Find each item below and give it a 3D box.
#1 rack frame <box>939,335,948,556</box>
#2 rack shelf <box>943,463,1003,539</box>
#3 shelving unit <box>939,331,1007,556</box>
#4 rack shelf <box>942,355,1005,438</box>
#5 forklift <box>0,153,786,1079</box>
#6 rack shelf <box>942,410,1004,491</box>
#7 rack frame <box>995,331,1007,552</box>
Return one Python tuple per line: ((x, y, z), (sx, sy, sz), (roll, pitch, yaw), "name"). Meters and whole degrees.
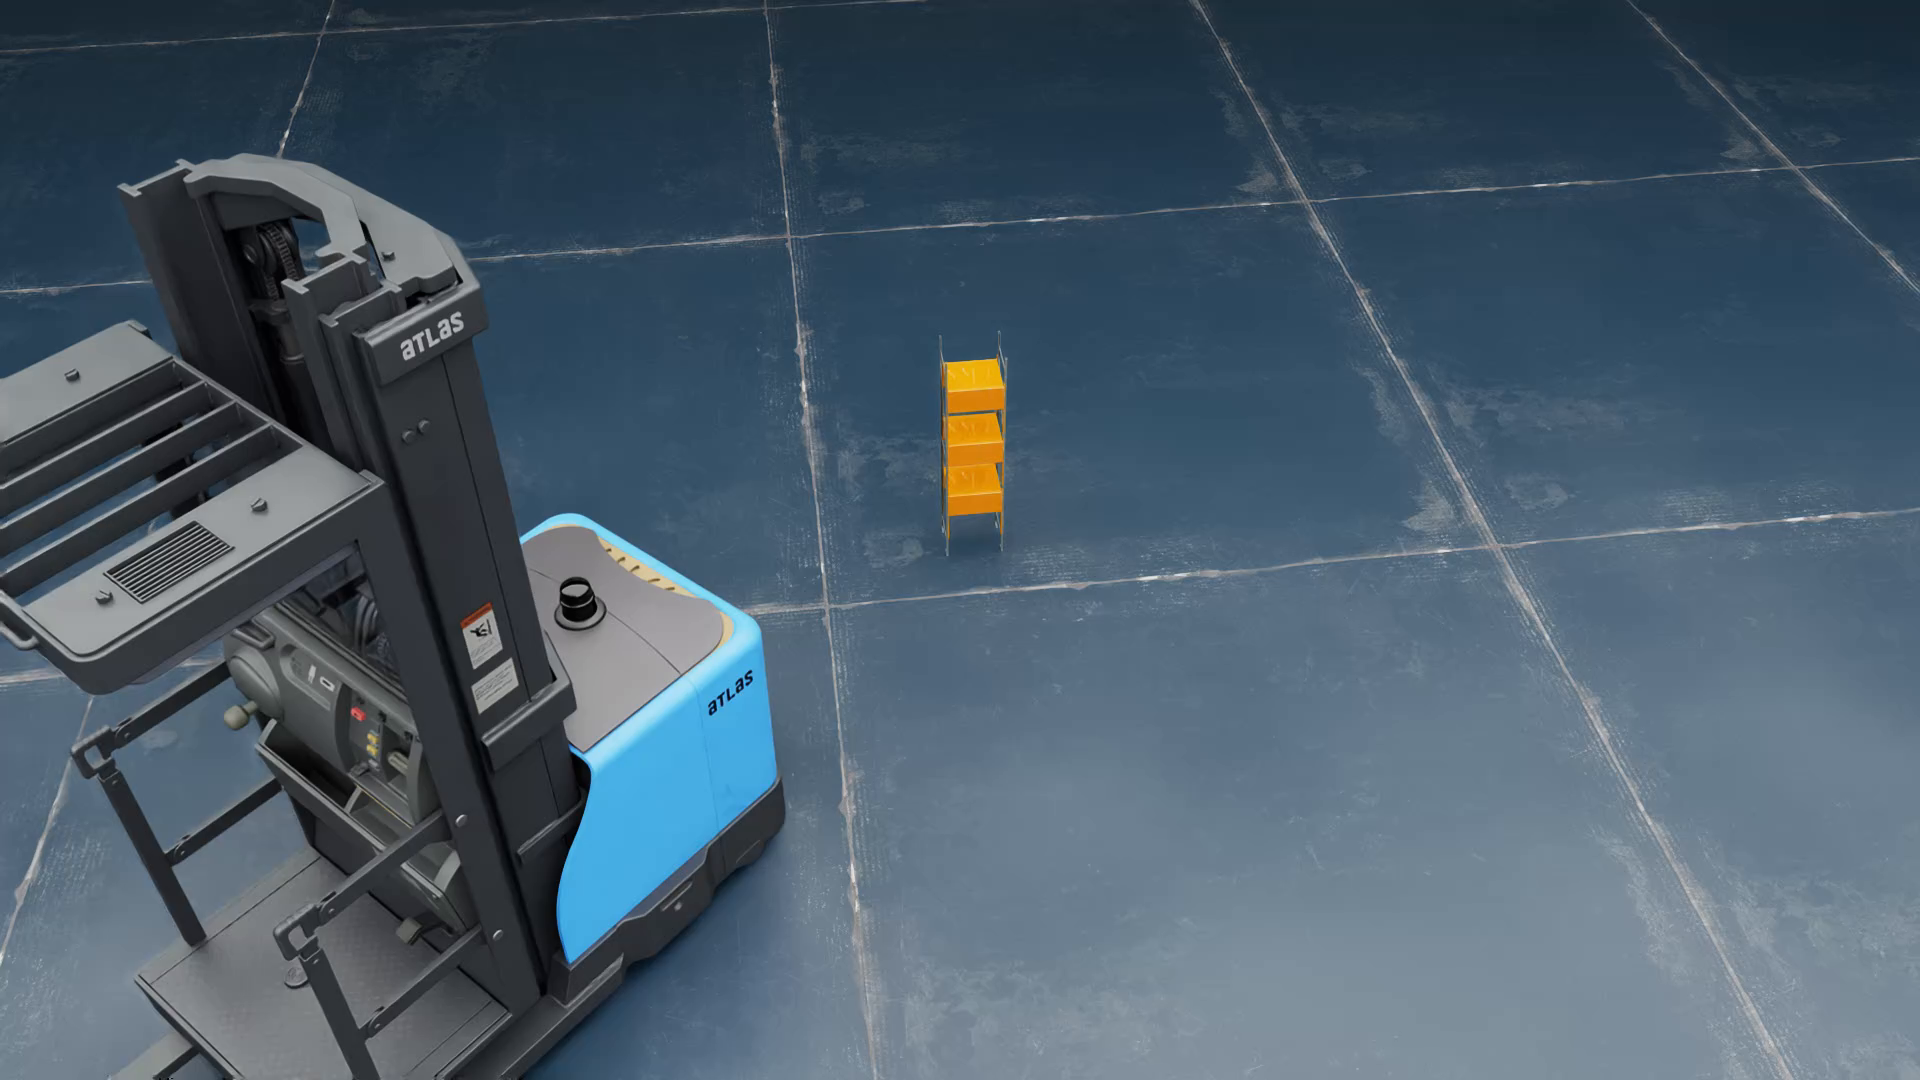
((-0.068, -0.384, 7.107), (0.008, 1.050, 0.200), (-5, 42, -6), "rack frame")
((0.053, -0.180, 7.312), (0.240, 0.259, 0.215), (-5, 42, -6), "rack shelf")
((0.053, -0.394, 7.119), (0.252, 1.050, 0.215), (-5, 42, -6), "shelving unit")
((0.053, -0.597, 6.936), (0.240, 0.259, 0.215), (-5, 42, -6), "rack shelf")
((-1.963, 0.559, 4.657), (1.130, 2.935, 3.031), (28, 49, 28), "forklift")
((0.053, -0.387, 7.126), (0.240, 0.259, 0.215), (-5, 42, -6), "rack shelf")
((0.174, -0.405, 7.130), (0.008, 1.050, 0.200), (-5, 42, -6), "rack frame")
